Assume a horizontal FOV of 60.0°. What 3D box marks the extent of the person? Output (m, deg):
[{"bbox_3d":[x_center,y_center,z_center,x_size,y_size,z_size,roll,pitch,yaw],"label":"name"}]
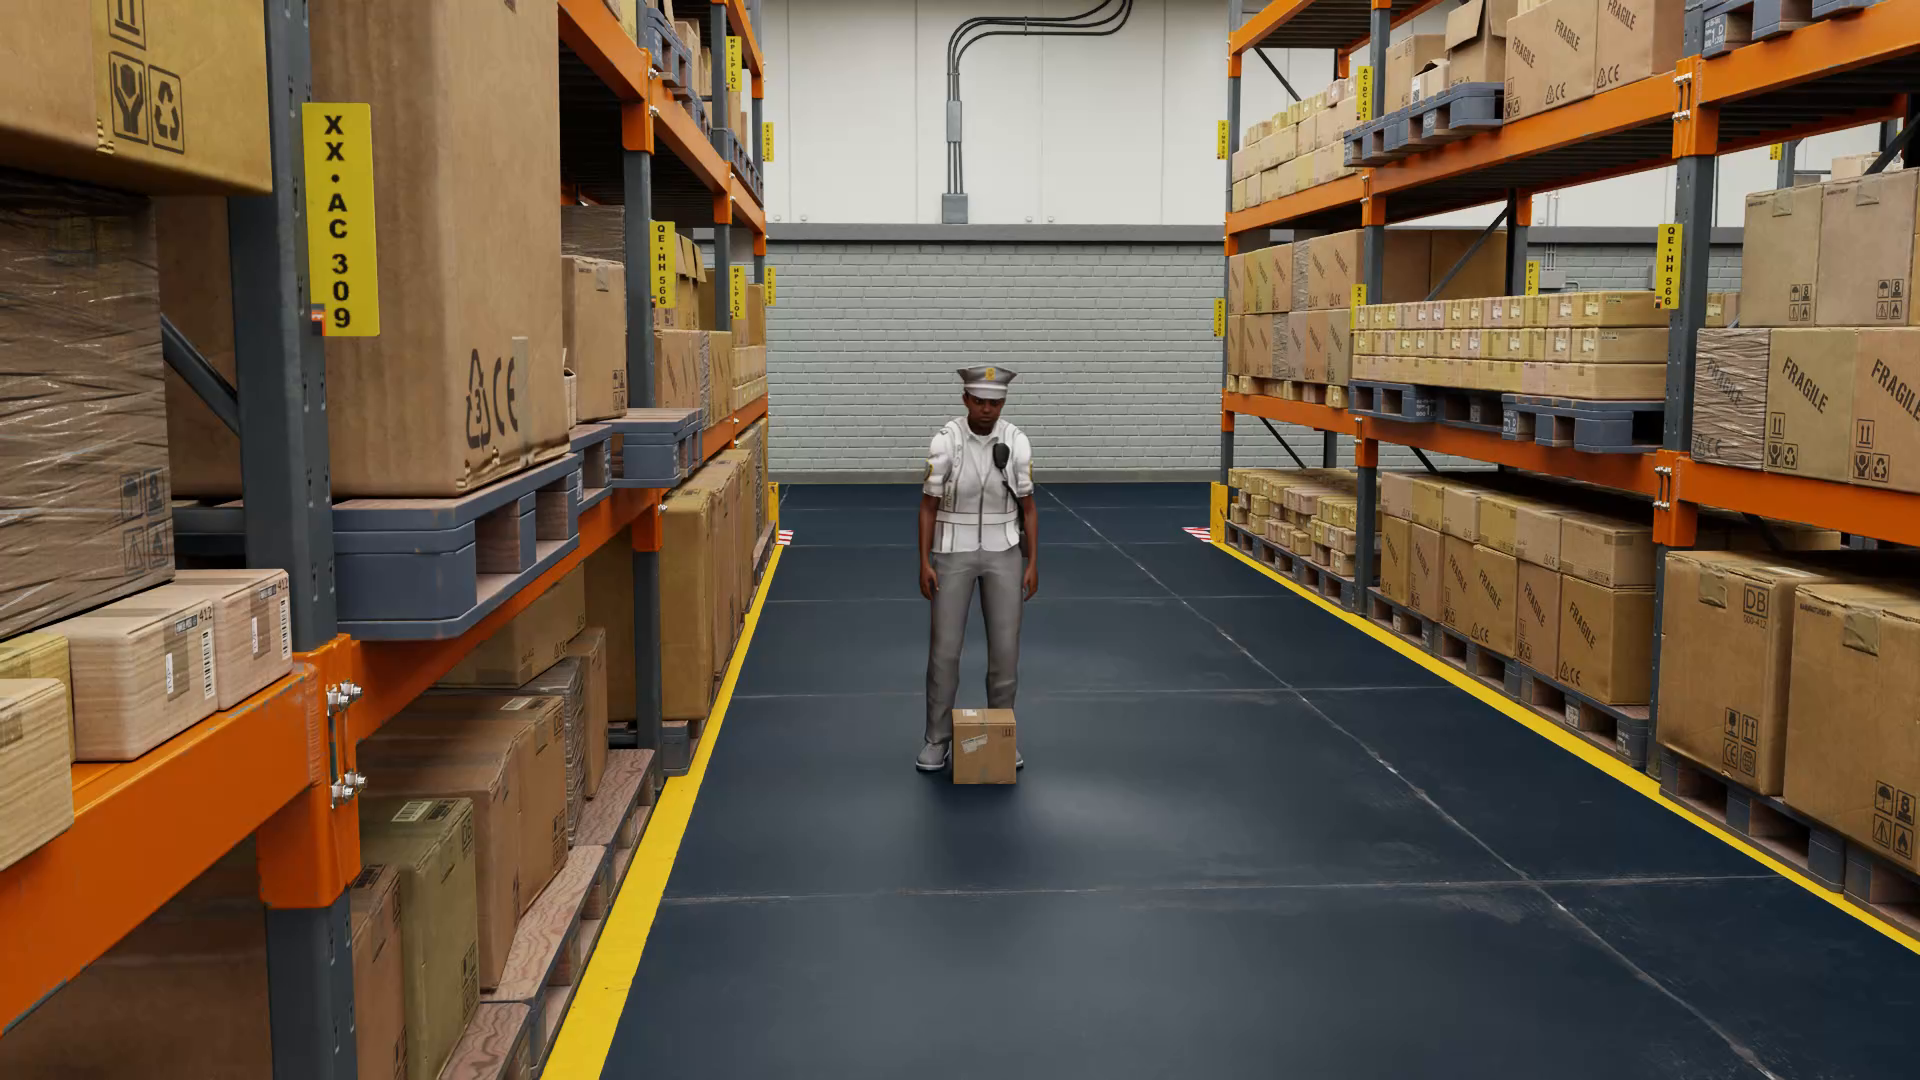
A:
[{"bbox_3d":[0.069,0.108,6.875,0.519,1.658,0.399,-1,7,-5],"label":"person"}]
